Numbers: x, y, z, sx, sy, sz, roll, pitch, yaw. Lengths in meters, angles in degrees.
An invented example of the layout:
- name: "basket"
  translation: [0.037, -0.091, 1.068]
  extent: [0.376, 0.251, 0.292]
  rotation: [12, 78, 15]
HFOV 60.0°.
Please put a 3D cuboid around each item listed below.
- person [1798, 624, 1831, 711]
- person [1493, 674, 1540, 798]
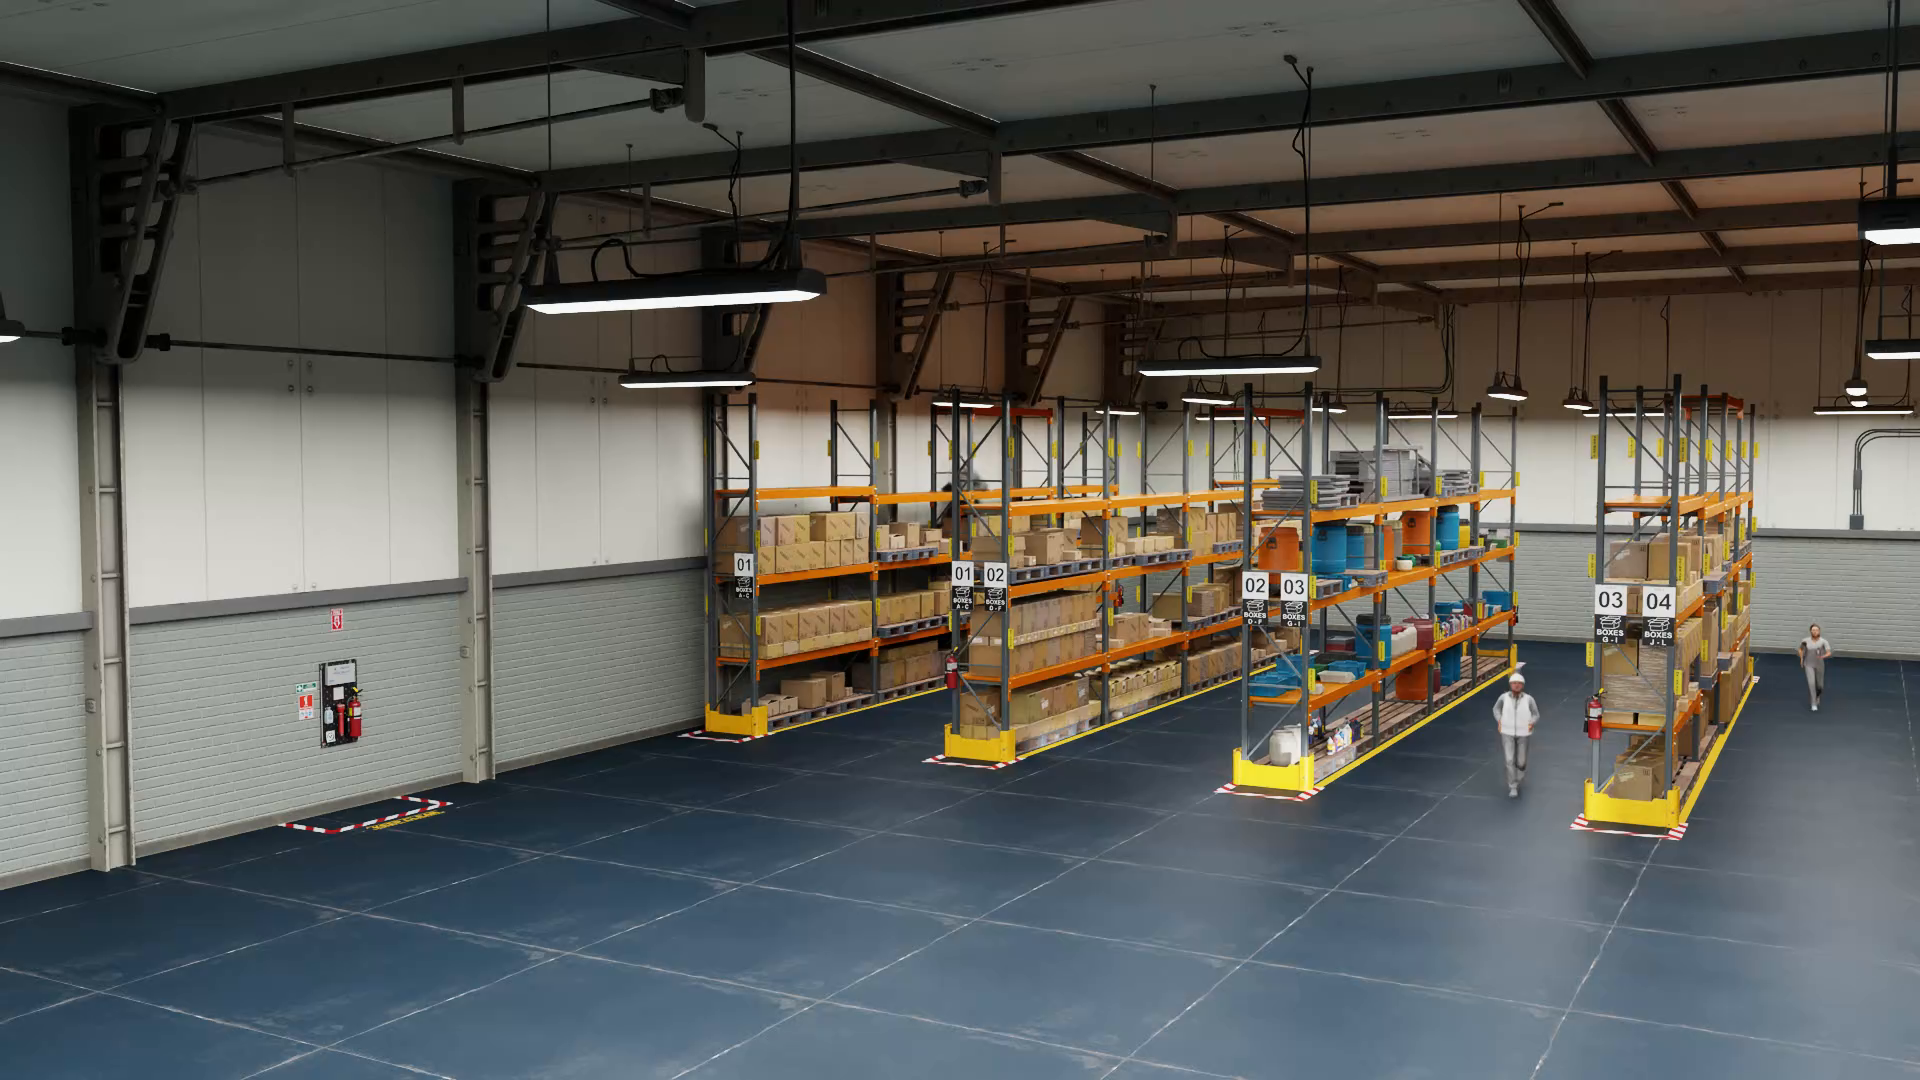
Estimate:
- name: "person"
  translation: [16.472, 2.441, 32.070]
  extent: [0.567, 1.639, 0.790]
  rotation: [2, 3, 27]
- name: "person"
  translation: [8.116, 2.828, 24.288]
  extent: [0.662, 1.763, 0.819]
  rotation: [1, 3, 20]
